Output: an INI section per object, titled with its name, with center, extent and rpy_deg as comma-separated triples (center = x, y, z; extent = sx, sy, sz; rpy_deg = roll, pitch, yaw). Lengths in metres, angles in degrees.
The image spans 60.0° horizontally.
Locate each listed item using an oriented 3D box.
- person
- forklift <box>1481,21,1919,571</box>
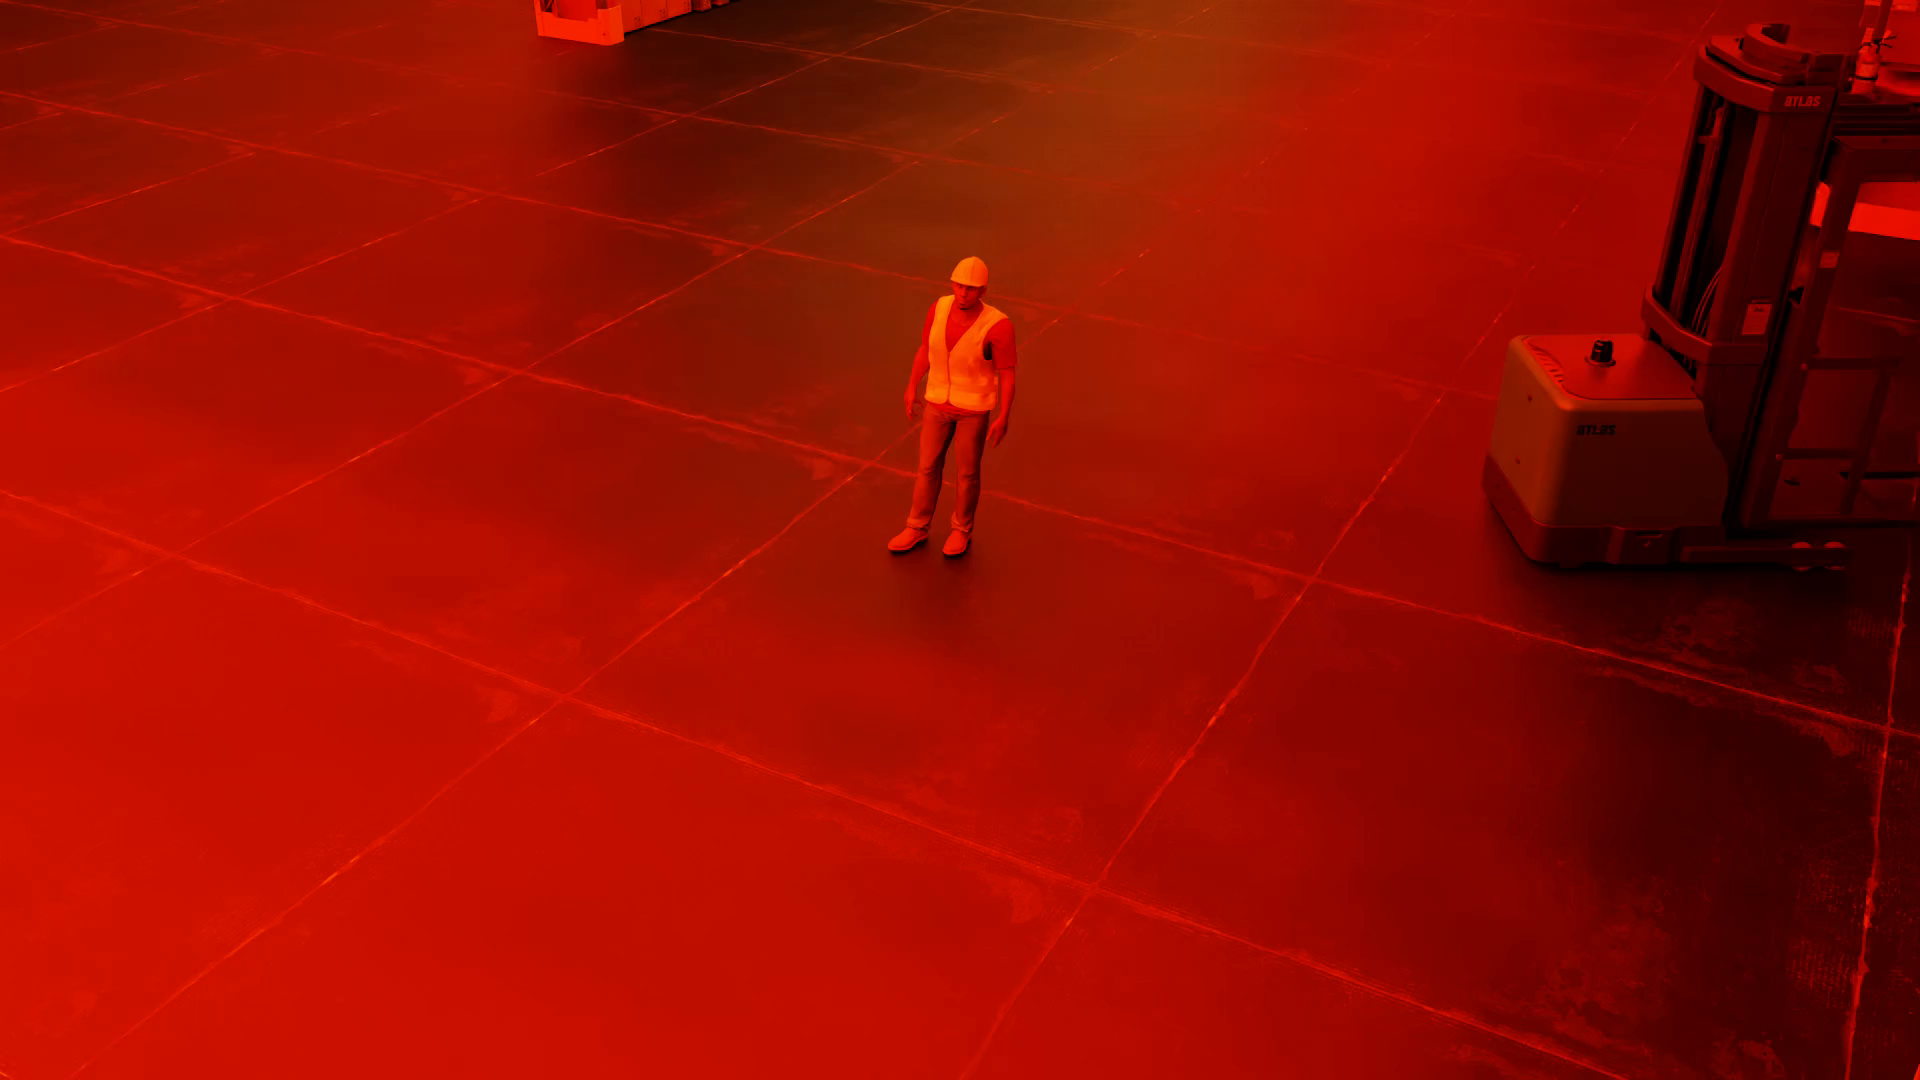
[person]
center = -0.039, -0.742, 9.507
extent = 0.665, 1.768, 0.575
rpy_deg = 15, 33, 25
[forklift]
center = 4.801, -1.355, 9.419
extent = 3.031, 2.935, 1.130
rpy_deg = -1, 30, -1
